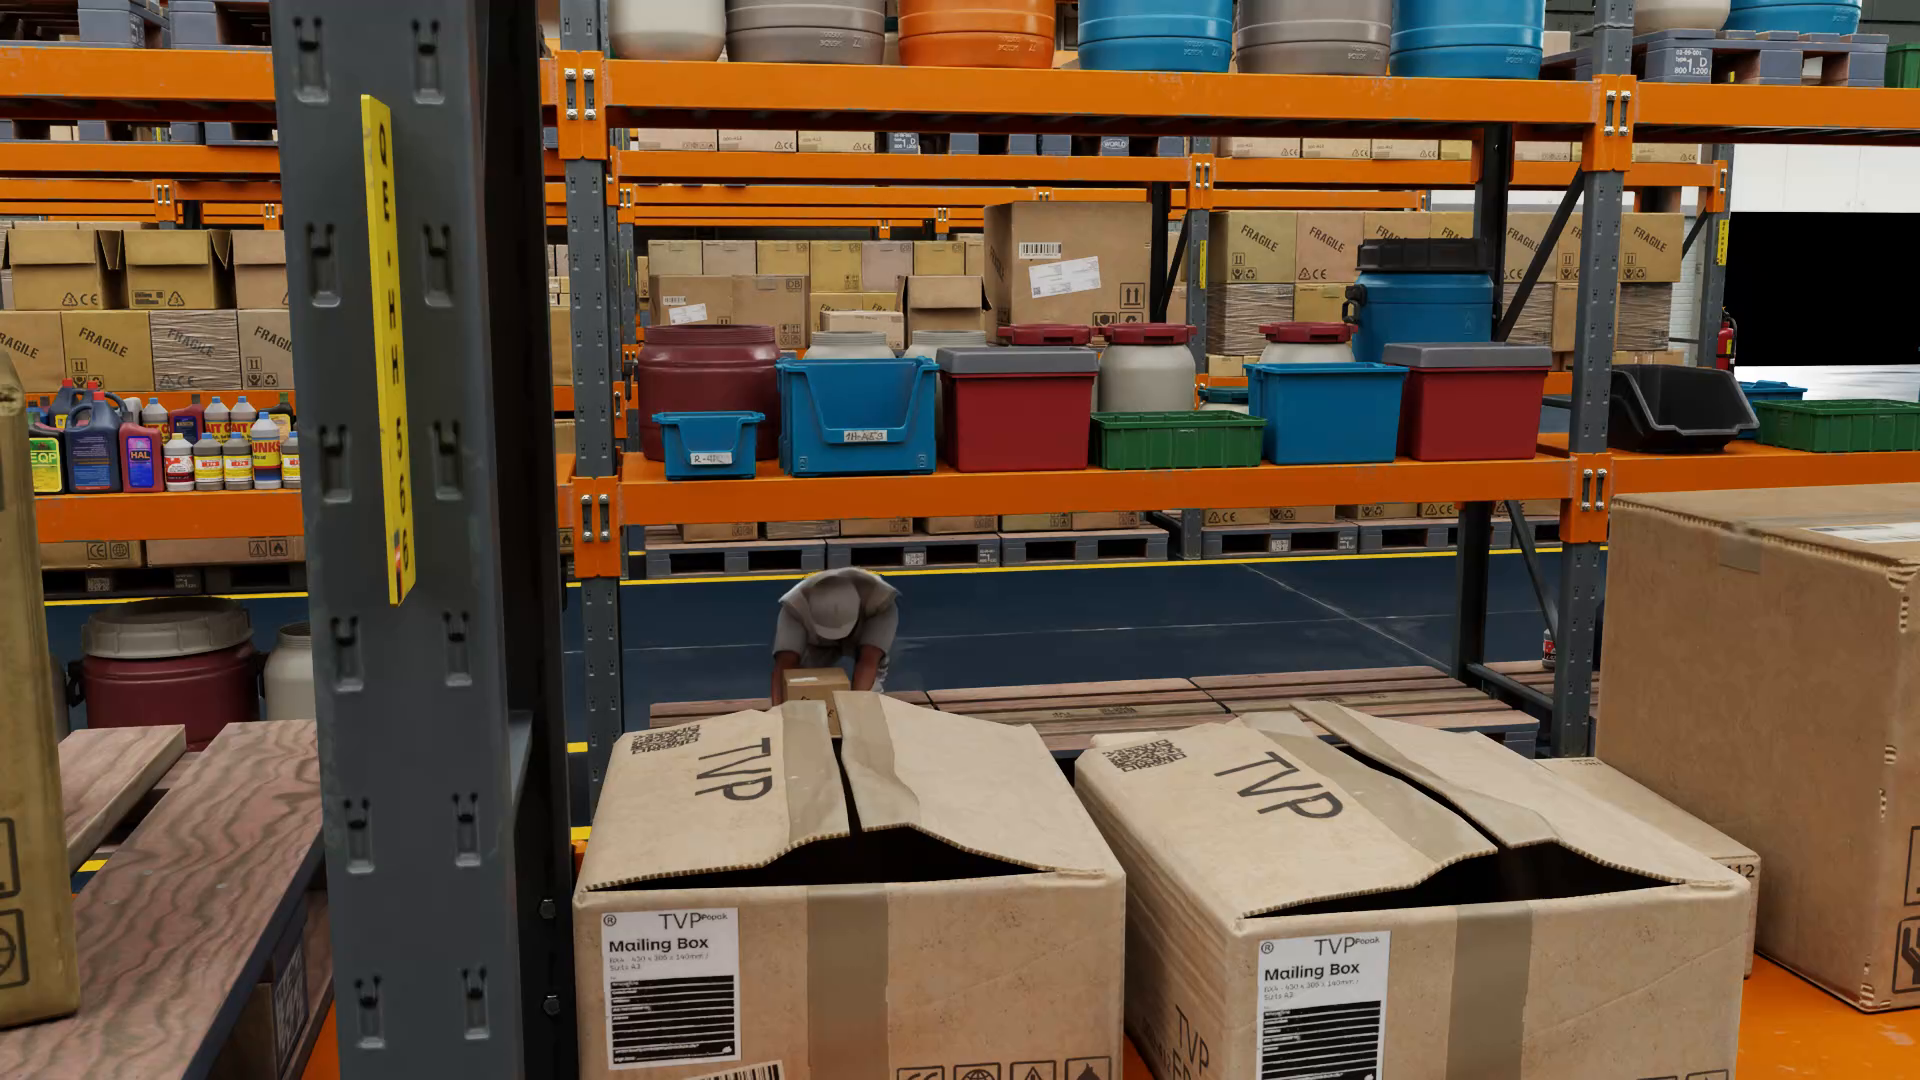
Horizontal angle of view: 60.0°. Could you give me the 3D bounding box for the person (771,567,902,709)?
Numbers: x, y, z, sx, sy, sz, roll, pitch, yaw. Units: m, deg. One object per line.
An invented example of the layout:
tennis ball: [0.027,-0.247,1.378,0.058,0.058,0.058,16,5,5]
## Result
person: [-0.521,0.517,7.121,0.543,0.837,1.199,1,10,5]
